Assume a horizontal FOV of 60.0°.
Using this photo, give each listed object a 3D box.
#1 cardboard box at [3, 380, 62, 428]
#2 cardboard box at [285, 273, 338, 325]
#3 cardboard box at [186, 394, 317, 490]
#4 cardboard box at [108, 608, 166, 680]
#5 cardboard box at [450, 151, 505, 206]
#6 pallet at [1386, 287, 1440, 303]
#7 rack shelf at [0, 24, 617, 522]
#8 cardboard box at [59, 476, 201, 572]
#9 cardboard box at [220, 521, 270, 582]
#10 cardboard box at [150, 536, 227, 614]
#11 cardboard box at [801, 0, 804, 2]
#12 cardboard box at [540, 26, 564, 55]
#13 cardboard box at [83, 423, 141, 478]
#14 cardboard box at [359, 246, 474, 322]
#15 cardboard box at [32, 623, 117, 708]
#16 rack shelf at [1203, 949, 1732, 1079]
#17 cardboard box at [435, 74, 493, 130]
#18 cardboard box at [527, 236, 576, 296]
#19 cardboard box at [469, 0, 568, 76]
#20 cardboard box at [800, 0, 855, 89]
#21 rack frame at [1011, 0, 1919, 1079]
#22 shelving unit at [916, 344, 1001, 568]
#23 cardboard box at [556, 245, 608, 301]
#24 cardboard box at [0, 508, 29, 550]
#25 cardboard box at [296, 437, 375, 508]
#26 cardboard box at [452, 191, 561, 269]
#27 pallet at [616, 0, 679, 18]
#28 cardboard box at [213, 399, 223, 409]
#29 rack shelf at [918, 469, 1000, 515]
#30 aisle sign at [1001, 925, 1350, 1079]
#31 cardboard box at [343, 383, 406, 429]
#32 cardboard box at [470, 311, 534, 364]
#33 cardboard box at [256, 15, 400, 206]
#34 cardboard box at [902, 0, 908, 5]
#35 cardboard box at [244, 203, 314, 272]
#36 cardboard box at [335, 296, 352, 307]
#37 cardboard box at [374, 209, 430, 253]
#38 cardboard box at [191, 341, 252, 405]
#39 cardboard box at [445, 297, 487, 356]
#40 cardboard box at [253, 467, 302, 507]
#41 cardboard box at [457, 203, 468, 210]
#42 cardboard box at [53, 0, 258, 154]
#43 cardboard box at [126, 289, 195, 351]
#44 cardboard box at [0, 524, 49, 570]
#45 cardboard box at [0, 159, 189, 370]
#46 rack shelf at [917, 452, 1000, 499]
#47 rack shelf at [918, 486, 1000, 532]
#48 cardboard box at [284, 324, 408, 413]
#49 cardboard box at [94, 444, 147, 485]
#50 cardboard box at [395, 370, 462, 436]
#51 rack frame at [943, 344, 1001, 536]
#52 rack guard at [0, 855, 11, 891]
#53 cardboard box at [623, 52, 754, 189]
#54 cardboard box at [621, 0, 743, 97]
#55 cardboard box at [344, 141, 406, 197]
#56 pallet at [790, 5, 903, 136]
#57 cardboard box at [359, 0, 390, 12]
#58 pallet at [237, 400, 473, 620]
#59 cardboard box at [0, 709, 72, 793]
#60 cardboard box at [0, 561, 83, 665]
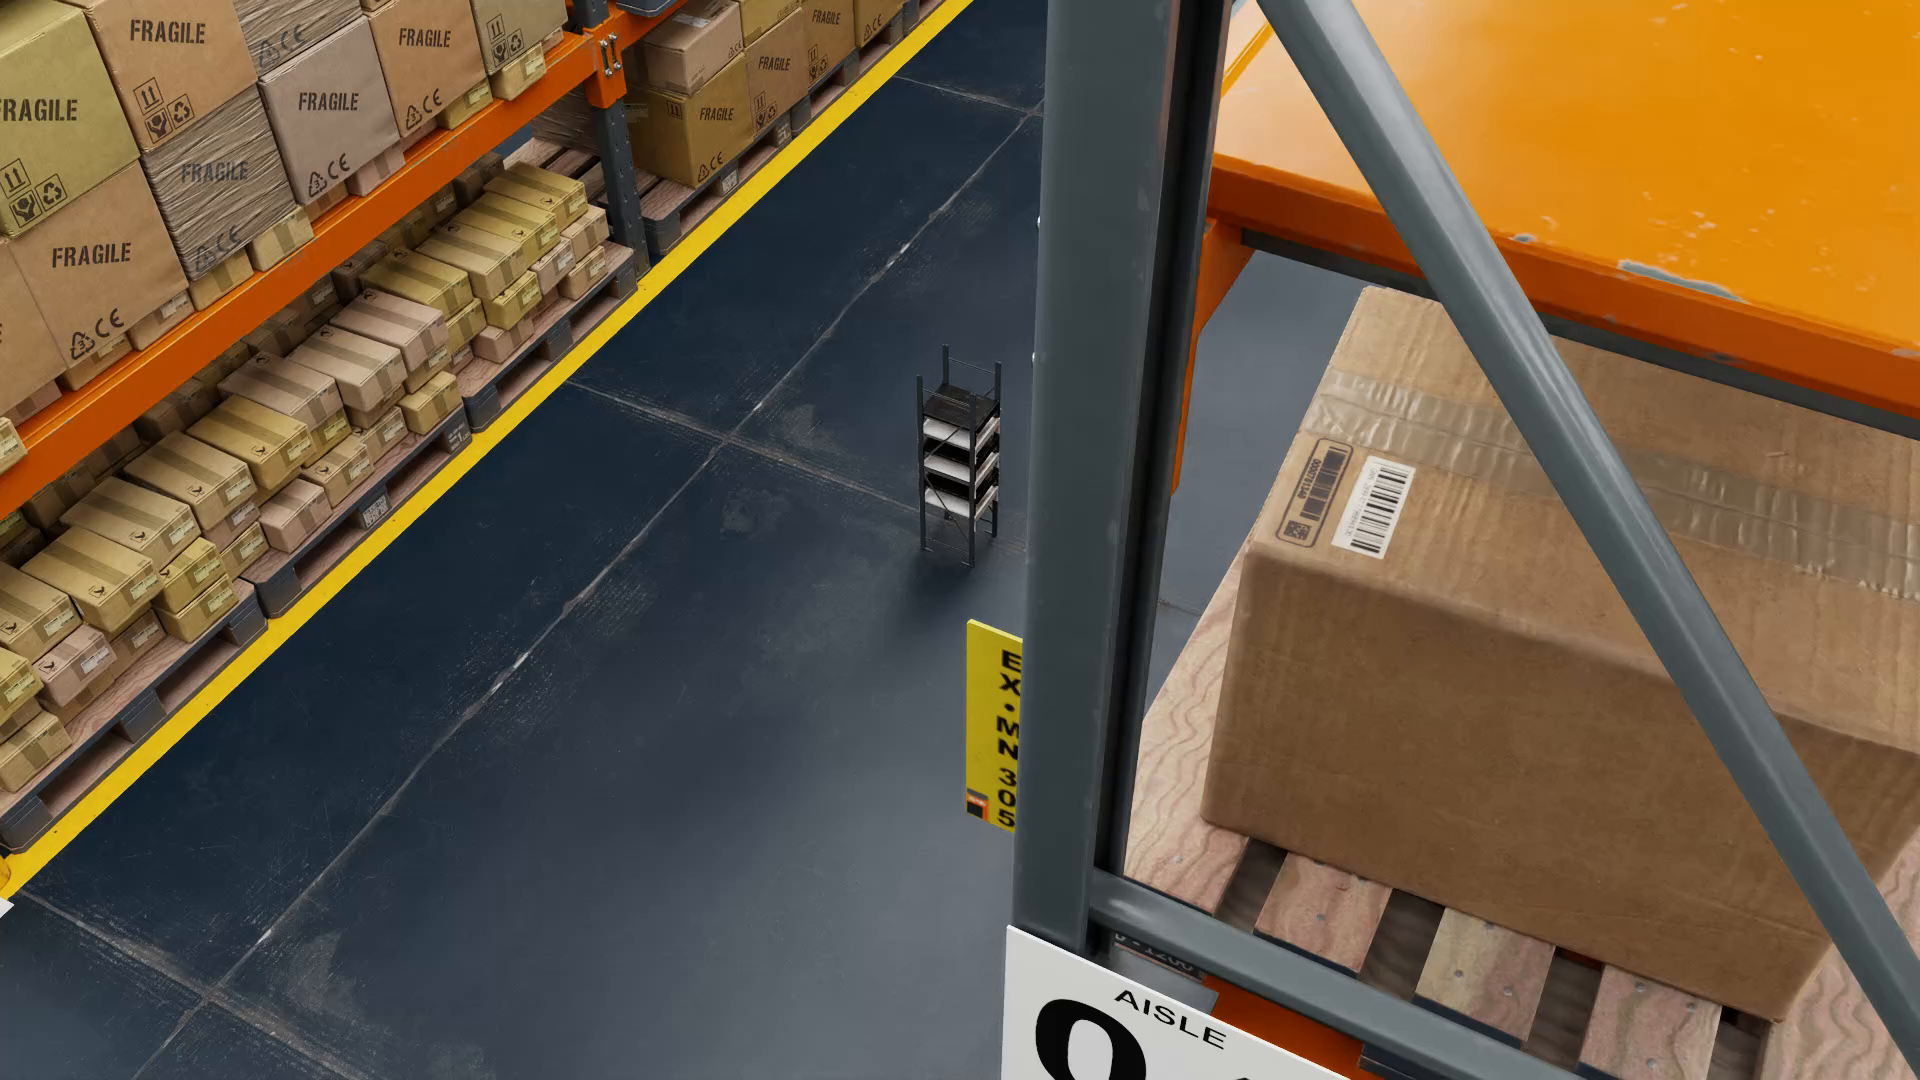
[{"bbox_3d":[-3.127,-0.507,5.319,0.380,0.149,0.250,23,50,21],"label":"cardboard box"},{"bbox_3d":[-2.852,-1.056,6.976,0.380,0.149,0.250,21,49,20],"label":"cardboard box"},{"bbox_3d":[-2.682,-0.373,6.301,0.380,0.149,0.250,21,49,20],"label":"cardboard box"},{"bbox_3d":[-3.135,0.314,6.040,0.380,0.149,0.250,21,49,19],"label":"cardboard box"},{"bbox_3d":[-2.307,-1.691,7.603,0.380,0.149,0.250,22,49,21],"label":"cardboard box"},{"bbox_3d":[1.427,-0.529,3.118,1.003,0.211,1.213,20,49,19],"label":"pallet"},{"bbox_3d":[-2.892,-0.972,6.108,1.077,0.370,4.000,20,49,19],"label":"rack shelf"},{"bbox_3d":[-2.982,-0.051,5.982,0.380,0.149,0.250,18,48,17],"label":"cardboard box"},{"bbox_3d":[-2.885,-0.003,6.353,0.380,0.149,0.250,21,49,19],"label":"cardboard box"},{"bbox_3d":[-2.922,0.076,6.066,0.380,0.149,0.250,22,49,20],"label":"cardboard box"},{"bbox_3d":[-0.900,-3.052,8.592,0.500,0.250,0.500,22,49,20],"label":"cardboard box"},{"bbox_3d":[-1.888,-2.140,6.932,0.380,0.149,0.250,20,49,19],"label":"cardboard box"},{"bbox_3d":[-3.372,-0.411,6.338,0.380,0.149,0.250,22,49,20],"label":"cardboard box"},{"bbox_3d":[-2.280,-1.059,6.978,0.380,0.149,0.250,22,49,20],"label":"cardboard box"},{"bbox_3d":[-3.172,0.386,5.760,0.380,0.149,0.250,20,49,19],"label":"cardboard box"},{"bbox_3d":[1.455,-0.325,3.359,1.077,0.370,4.000,20,49,19],"label":"rack shelf"},{"bbox_3d":[-2.088,-1.793,6.589,0.380,0.149,0.250,22,49,21],"label":"cardboard box"},{"bbox_3d":[-1.942,-1.257,7.384,0.380,0.149,0.250,18,48,17],"label":"cardboard box"},{"bbox_3d":[-1.937,-2.227,6.562,0.500,0.500,0.500,21,49,19],"label":"cardboard box"},{"bbox_3d":[-0.910,-2.800,8.871,0.500,0.500,0.500,21,49,20],"label":"cardboard box"},{"bbox_3d":[0.526,-0.373,0.791,1.000,3.000,0.127,20,49,19],"label":"rack frame"},{"bbox_3d":[-0.004,-0.311,6.425,0.258,0.900,0.210,20,49,19],"label":"shelving unit"},{"bbox_3d":[-1.843,-1.271,7.606,0.380,0.149,0.250,21,49,20],"label":"cardboard box"},{"bbox_3d":[-3.623,-0.081,6.012,0.380,0.149,0.250,19,48,18],"label":"cardboard box"},{"bbox_3d":[-2.587,-0.314,6.661,0.380,0.149,0.250,20,49,19],"label":"cardboard box"},{"bbox_3d":[-1.981,-1.356,7.272,0.380,0.149,0.250,21,49,20],"label":"cardboard box"},{"bbox_3d":[-1.479,-2.851,7.594,1.003,0.211,1.213,20,49,19],"label":"pallet"},{"bbox_3d":[-3.120,-0.638,6.772,0.380,0.149,0.250,21,49,19],"label":"cardboard box"},{"bbox_3d":[-0.004,-0.225,6.513,0.258,0.077,0.200,20,49,19],"label":"rack shelf"},{"bbox_3d":[0.227,0.769,2.054,0.394,0.787,0.004,20,49,19],"label":"aisle sign"},{"bbox_3d":[-2.498,-0.628,6.762,0.380,0.149,0.250,18,48,17],"label":"cardboard box"},{"bbox_3d":[-2.104,-0.947,7.286,0.380,0.149,0.250,19,48,18],"label":"cardboard box"},{"bbox_3d":[-2.412,-1.587,5.930,0.500,0.500,0.500,20,49,19],"label":"cardboard box"},{"bbox_3d":[-0.425,-3.447,9.510,0.500,0.500,0.500,22,49,21],"label":"cardboard box"},{"bbox_3d":[-2.550,-1.131,5.935,0.380,0.149,0.250,21,49,20],"label":"cardboard box"},{"bbox_3d":[-2.662,-1.089,7.217,0.380,0.149,0.250,18,48,17],"label":"cardboard box"},{"bbox_3d":[-2.561,-1.362,7.278,0.380,0.149,0.250,20,49,19],"label":"cardboard box"},{"bbox_3d":[-3.055,-0.715,6.639,0.380,0.149,0.250,21,49,19],"label":"cardboard box"},{"bbox_3d":[-2.254,-0.957,7.087,0.380,0.149,0.250,21,49,19],"label":"cardboard box"},{"bbox_3d":[-2.794,-0.307,6.444,0.380,0.149,0.250,23,50,21],"label":"cardboard box"},{"bbox_3d":[-2.415,-1.612,7.735,0.380,0.149,0.250,23,50,21],"label":"cardboard box"},{"bbox_3d":[-2.653,-1.614,5.254,0.500,0.500,0.500,19,48,18],"label":"cardboard box"},{"bbox_3d":[-2.839,-0.816,5.624,0.380,0.149,0.250,20,49,18],"label":"cardboard box"},{"bbox_3d":[-3.588,0.030,6.111,0.380,0.149,0.250,19,48,17],"label":"cardboard box"},{"bbox_3d":[-2.902,-0.947,5.297,0.500,0.500,0.500,21,49,20],"label":"cardboard box"},{"bbox_3d":[-0.004,-0.288,6.449,0.258,0.077,0.200,20,49,19],"label":"rack shelf"},{"bbox_3d":[-0.004,-0.161,6.577,0.258,0.077,0.200,20,49,19],"label":"rack shelf"},{"bbox_3d":[-2.438,-0.684,6.608,0.380,0.149,0.250,19,48,18],"label":"cardboard box"},{"bbox_3d":[-3.359,-0.300,6.438,0.380,0.149,0.250,21,49,20],"label":"cardboard box"},{"bbox_3d":[-2.324,-0.619,6.962,0.380,0.149,0.250,20,49,19],"label":"cardboard box"},{"bbox_3d":[0.043,-0.375,6.488,0.240,0.900,0.006,20,49,19],"label":"rack frame"},{"bbox_3d":[-3.785,0.866,5.543,1.175,0.500,0.348,20,49,19],"label":"rack guard"},{"bbox_3d":[-1.385,-2.132,8.210,0.500,0.500,0.500,22,49,21],"label":"cardboard box"},{"bbox_3d":[-1.386,-2.396,7.944,0.500,0.250,0.500,18,48,17],"label":"cardboard box"},{"bbox_3d":[-2.330,-1.457,6.258,0.380,0.149,0.250,18,48,17],"label":"cardboard box"},{"bbox_3d":[-1.038,-2.767,9.337,1.003,0.211,1.213,20,49,19],"label":"pallet"},{"bbox_3d":[-2.177,-2.263,5.896,0.500,0.500,0.500,19,48,18],"label":"cardboard box"},{"bbox_3d":[-2.809,-0.299,6.897,1.003,0.211,1.213,20,49,19],"label":"pallet"},{"bbox_3d":[-3.293,0.665,5.693,0.380,0.149,0.250,21,49,20],"label":"cardboard box"},{"bbox_3d":[-3.254,0.249,5.686,0.380,0.149,0.250,21,49,20],"label":"cardboard box"}]
